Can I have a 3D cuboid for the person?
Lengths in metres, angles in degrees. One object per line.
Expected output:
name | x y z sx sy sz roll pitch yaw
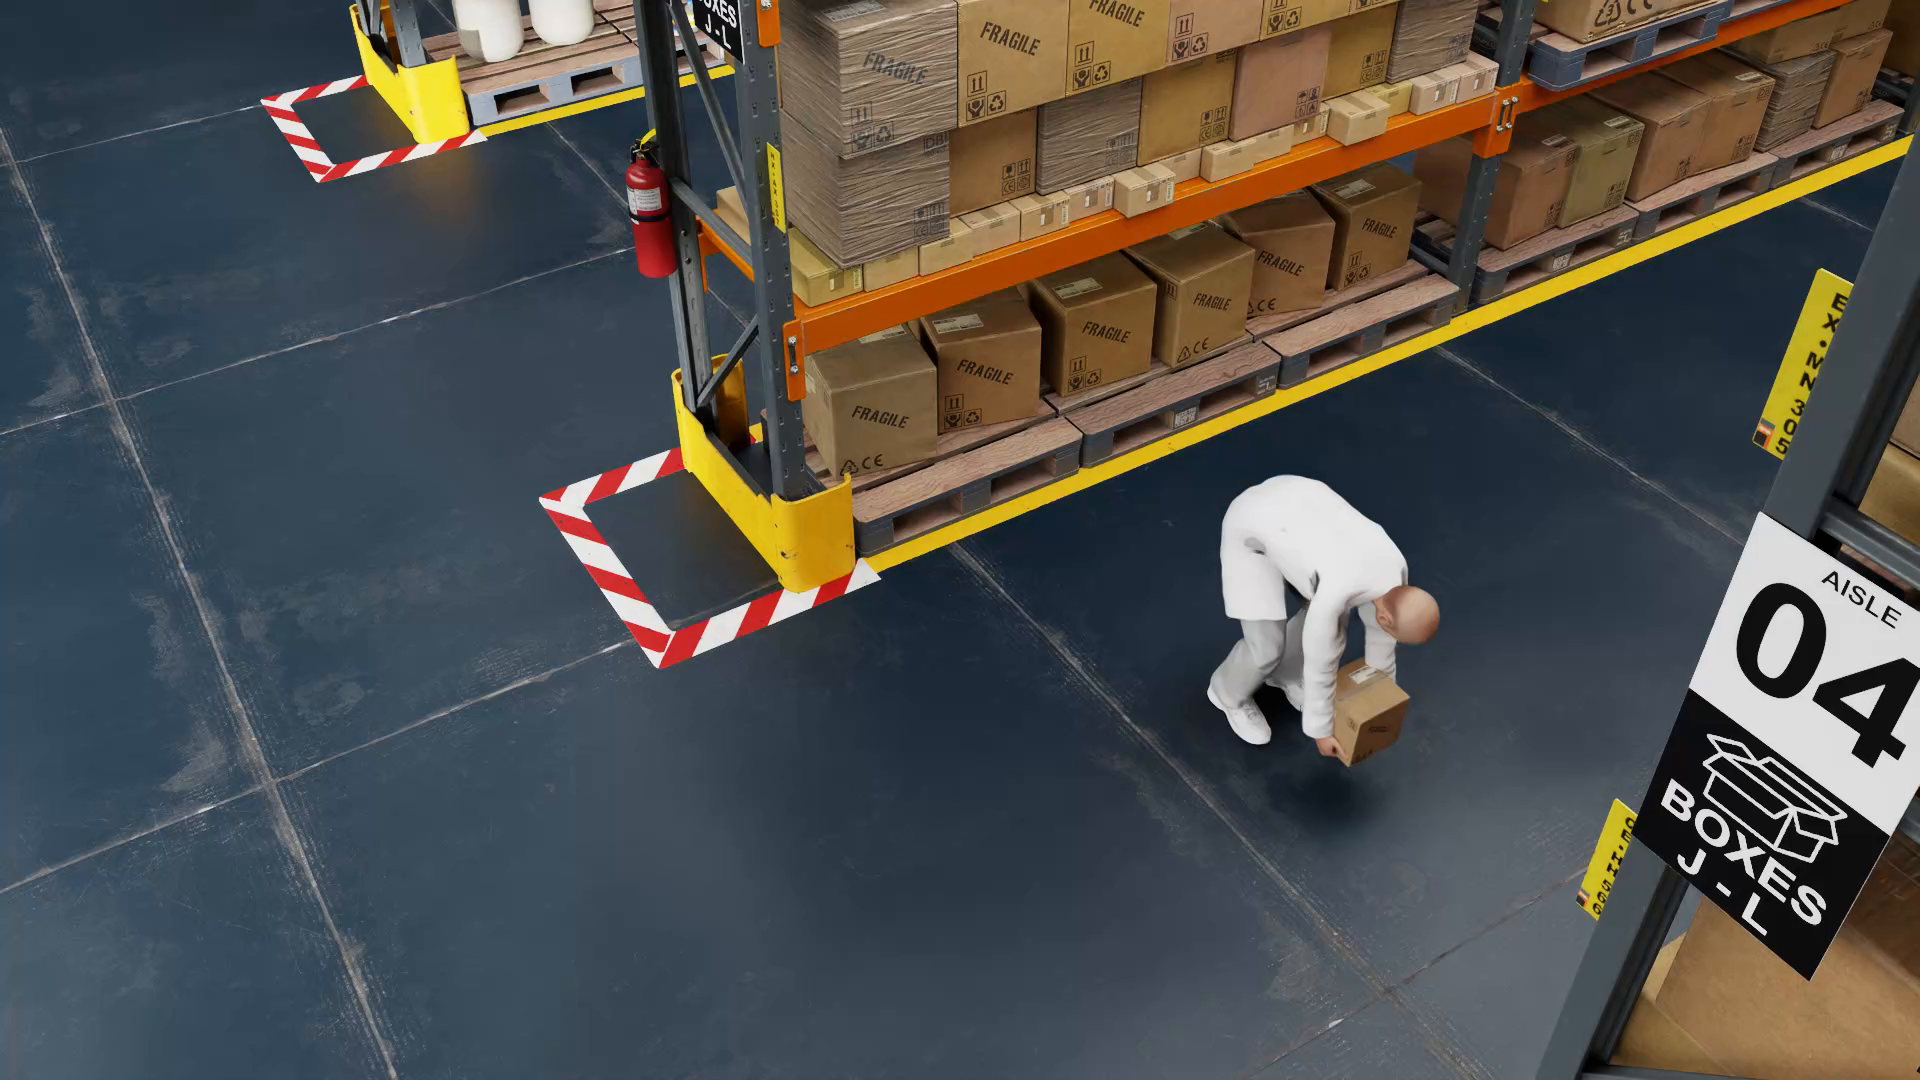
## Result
person | 1.351 0.360 6.259 0.574 1.112 0.951 -24 46 -25
